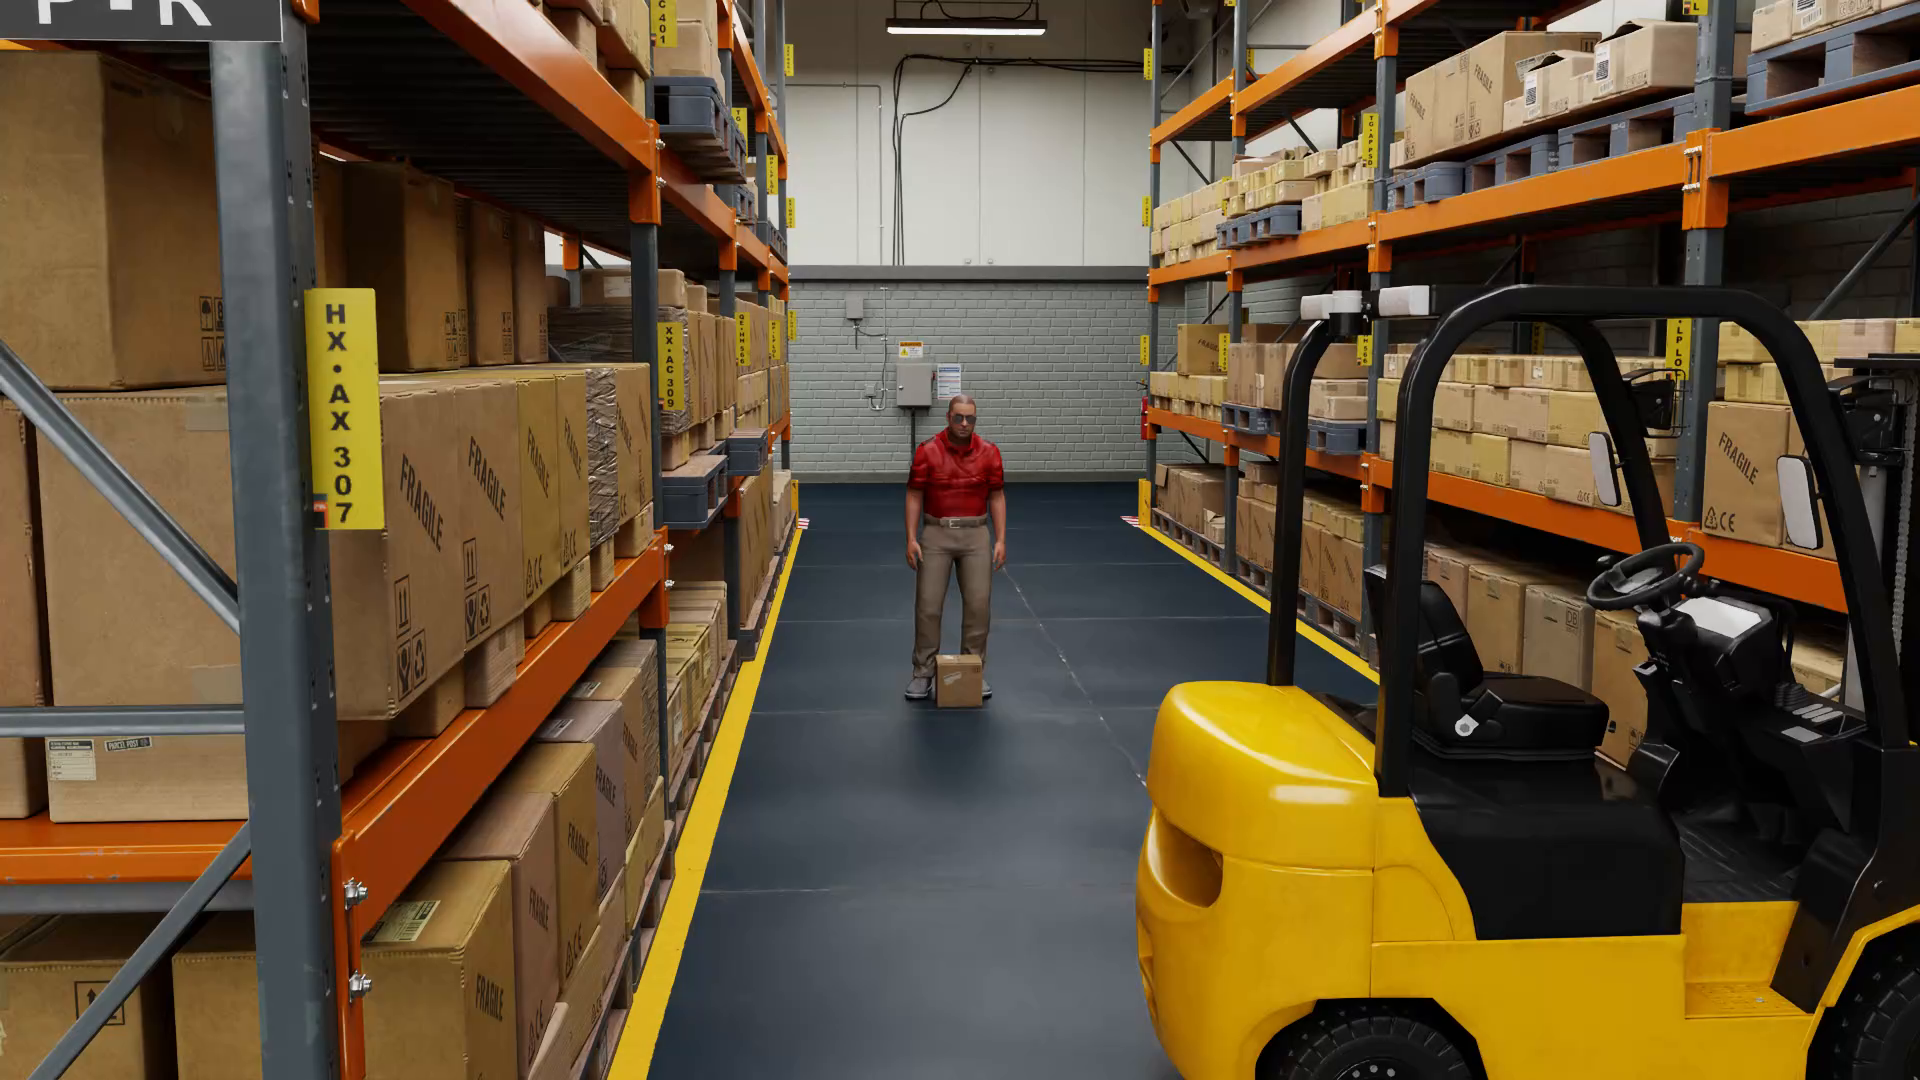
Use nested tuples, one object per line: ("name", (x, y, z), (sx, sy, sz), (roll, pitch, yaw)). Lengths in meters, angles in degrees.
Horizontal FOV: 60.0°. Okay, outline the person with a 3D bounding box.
("person", (-0.027, 0.030, 9.552), (0.603, 1.726, 0.394), (-1, 7, -7))
